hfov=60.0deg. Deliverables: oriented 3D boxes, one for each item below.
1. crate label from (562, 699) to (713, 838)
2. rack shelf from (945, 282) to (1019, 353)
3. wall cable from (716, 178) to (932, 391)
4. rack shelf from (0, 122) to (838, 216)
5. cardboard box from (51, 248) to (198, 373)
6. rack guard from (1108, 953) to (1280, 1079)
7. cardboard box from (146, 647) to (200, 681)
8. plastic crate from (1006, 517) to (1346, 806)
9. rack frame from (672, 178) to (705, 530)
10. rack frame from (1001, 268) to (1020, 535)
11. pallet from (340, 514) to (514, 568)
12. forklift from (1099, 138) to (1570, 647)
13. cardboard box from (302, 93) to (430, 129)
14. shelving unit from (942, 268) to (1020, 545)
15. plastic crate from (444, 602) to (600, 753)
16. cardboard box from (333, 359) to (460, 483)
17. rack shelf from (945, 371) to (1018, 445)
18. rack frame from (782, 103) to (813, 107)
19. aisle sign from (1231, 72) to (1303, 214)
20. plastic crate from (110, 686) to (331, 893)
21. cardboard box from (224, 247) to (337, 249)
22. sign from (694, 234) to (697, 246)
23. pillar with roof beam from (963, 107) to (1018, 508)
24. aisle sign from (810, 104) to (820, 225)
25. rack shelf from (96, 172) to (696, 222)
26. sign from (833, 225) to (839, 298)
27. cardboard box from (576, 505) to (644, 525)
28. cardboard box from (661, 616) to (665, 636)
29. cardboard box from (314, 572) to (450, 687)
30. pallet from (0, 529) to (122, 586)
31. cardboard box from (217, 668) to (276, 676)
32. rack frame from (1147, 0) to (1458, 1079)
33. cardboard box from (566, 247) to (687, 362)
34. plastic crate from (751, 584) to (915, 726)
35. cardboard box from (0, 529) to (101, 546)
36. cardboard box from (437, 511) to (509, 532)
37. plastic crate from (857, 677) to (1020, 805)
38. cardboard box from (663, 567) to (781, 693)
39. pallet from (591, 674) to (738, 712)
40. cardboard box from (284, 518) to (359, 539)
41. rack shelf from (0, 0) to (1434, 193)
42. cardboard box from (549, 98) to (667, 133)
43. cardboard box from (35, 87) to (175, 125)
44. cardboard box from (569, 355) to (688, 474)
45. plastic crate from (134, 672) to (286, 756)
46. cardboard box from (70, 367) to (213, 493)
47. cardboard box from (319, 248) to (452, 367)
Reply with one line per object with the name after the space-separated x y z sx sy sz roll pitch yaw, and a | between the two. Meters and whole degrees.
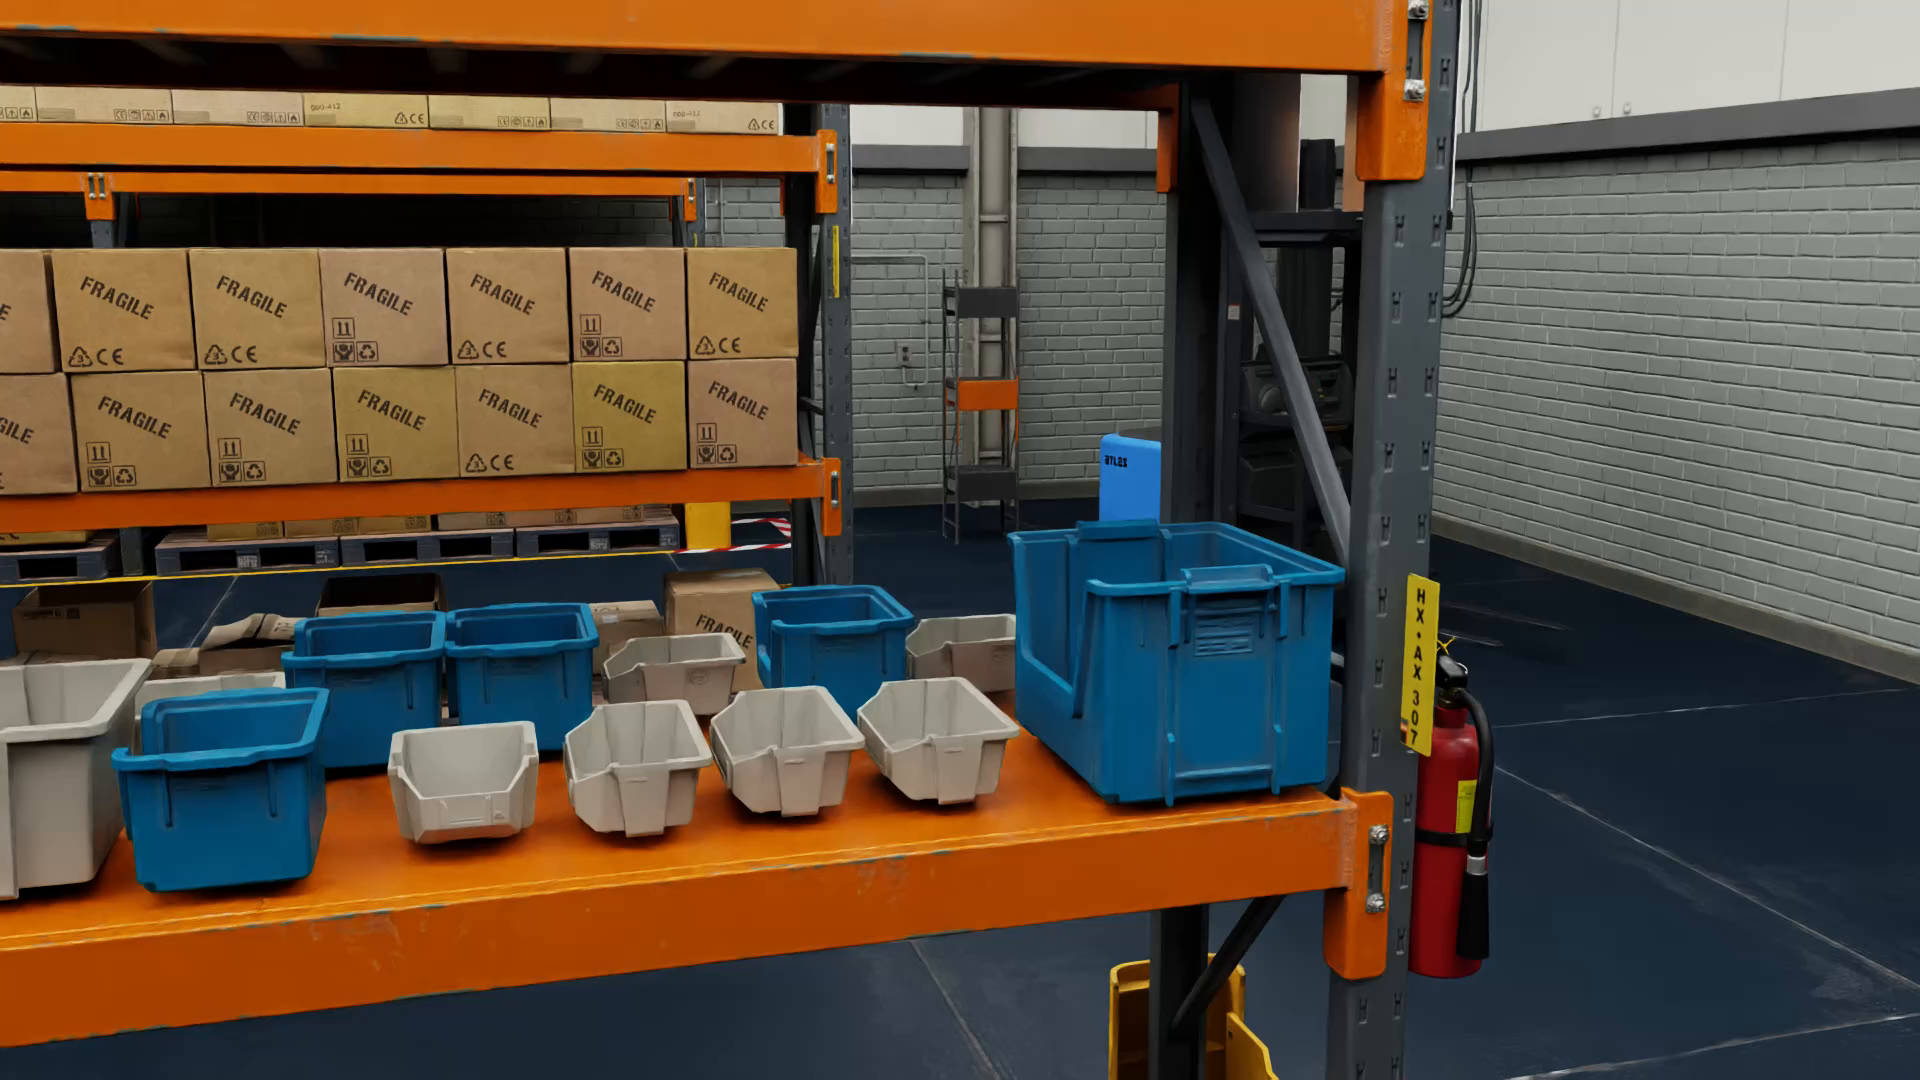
-0.598 0.418 3.052 0.243 0.136 0.396 -3 11 -16 | crate label
0.159 -1.716 12.778 0.480 0.518 0.431 -3 11 -16 | rack shelf
-1.127 -2.236 14.102 1.851 1.984 0.084 -3 11 -16 | wall cable
-2.624 -1.666 7.516 4.000 0.370 1.077 -3 11 -16 | rack shelf
-3.518 -0.986 7.079 0.500 0.500 0.500 -3 11 -18 | cardboard box
0.697 1.441 3.839 0.348 0.500 1.175 -3 11 -16 | rack guard
-3.733 0.634 7.975 0.250 0.149 0.380 -3 11 -16 | cardboard box
0.408 0.217 3.317 0.499 0.435 0.616 -3 11 -16 | plastic crate
-2.092 -1.507 12.949 0.127 3.000 1.000 -3 11 -16 | rack frame
0.393 -1.053 12.969 0.015 2.100 0.400 -3 11 -16 | rack frame
-4.007 -0.021 12.576 1.213 0.211 1.003 -3 11 -16 | pallet
2.189 -0.917 9.933 1.130 2.935 3.031 -8 13 -36 | forklift
-2.567 -1.902 7.225 0.500 0.250 0.500 -3 11 -16 | cardboard box
0.159 -1.041 12.902 0.503 2.100 0.431 -3 11 -16 | shelving unit
-0.916 0.290 3.485 0.300 0.233 0.416 -3 11 -16 | plastic crate
-2.519 -0.549 7.467 0.500 0.500 0.500 -3 11 -17 | cardboard box
0.159 -1.028 12.904 0.480 0.518 0.431 -3 11 -16 | rack shelf
-0.704 -3.597 7.729 0.127 3.000 1.000 -3 11 -16 | rack frame
0.663 -1.119 3.659 0.004 0.787 0.394 -3 11 -16 | aisle sign
-1.223 0.416 2.797 0.300 0.233 0.416 -3 11 -16 | plastic crate
-3.156 -1.107 7.738 0.500 0.500 0.500 -3 11 -15 | cardboard box
-1.953 -2.098 12.306 0.005 0.325 0.100 -3 11 -16 | sign
1.462 -3.996 9.900 0.400 9.000 9.100 -3 11 -16 | pillar with roof beam
-0.720 -1.979 8.333 0.004 0.787 0.394 -3 11 -16 | aisle sign
-4.012 -2.527 12.193 4.000 0.370 1.077 -3 11 -16 | rack shelf
-0.568 -1.274 7.609 0.005 0.325 0.100 -3 11 -16 | sign
-2.736 -0.432 12.850 0.500 0.500 0.700 -3 11 -16 | cardboard box
-1.442 0.505 8.630 0.250 0.166 0.380 -3 11 -16 | cardboard box
-2.742 0.472 7.880 0.637 0.503 0.797 -3 11 -16 | cardboard box
-6.652 0.119 11.819 1.213 0.211 1.003 -3 11 -16 | pallet
-3.253 0.704 7.548 0.250 0.166 0.380 -3 11 -16 | cardboard box
0.678 0.216 3.591 0.053 2.616 0.949 -3 11 -16 | rack frame
-1.539 -1.091 7.651 0.500 0.500 0.500 -3 11 -14 | cardboard box
-0.284 0.256 3.666 0.300 0.233 0.416 -3 11 -16 | plastic crate
-6.520 -0.399 11.705 0.750 0.750 0.750 -3 11 -15 | cardboard box
-3.699 -0.381 12.574 0.500 0.500 0.700 -3 11 -18 | cardboard box
-0.055 0.388 3.217 0.243 0.136 0.396 -3 11 -16 | plastic crate
-1.157 0.437 8.077 0.500 0.500 0.500 -3 11 -16 | cardboard box
-1.542 0.770 8.284 1.213 0.211 1.003 -3 11 -16 | pallet
-4.702 -0.327 12.281 0.500 0.500 0.700 -3 11 -17 | cardboard box
-1.243 -0.805 2.838 4.000 0.370 1.077 -3 11 -16 | rack shelf
-1.606 -1.953 7.497 0.500 0.250 0.500 -3 11 -16 | cardboard box
-3.527 -1.852 6.948 0.500 0.250 0.500 -3 11 -16 | cardboard box
-1.555 -0.599 7.737 0.500 0.500 0.500 -3 11 -15 | cardboard box
-1.575 0.377 3.275 0.466 0.136 0.293 -3 11 -16 | plastic crate
-3.488 -0.498 7.190 0.500 0.500 0.500 -3 11 -15 | cardboard box
-2.529 -1.038 7.363 0.500 0.500 0.500 -3 11 -14 | cardboard box
